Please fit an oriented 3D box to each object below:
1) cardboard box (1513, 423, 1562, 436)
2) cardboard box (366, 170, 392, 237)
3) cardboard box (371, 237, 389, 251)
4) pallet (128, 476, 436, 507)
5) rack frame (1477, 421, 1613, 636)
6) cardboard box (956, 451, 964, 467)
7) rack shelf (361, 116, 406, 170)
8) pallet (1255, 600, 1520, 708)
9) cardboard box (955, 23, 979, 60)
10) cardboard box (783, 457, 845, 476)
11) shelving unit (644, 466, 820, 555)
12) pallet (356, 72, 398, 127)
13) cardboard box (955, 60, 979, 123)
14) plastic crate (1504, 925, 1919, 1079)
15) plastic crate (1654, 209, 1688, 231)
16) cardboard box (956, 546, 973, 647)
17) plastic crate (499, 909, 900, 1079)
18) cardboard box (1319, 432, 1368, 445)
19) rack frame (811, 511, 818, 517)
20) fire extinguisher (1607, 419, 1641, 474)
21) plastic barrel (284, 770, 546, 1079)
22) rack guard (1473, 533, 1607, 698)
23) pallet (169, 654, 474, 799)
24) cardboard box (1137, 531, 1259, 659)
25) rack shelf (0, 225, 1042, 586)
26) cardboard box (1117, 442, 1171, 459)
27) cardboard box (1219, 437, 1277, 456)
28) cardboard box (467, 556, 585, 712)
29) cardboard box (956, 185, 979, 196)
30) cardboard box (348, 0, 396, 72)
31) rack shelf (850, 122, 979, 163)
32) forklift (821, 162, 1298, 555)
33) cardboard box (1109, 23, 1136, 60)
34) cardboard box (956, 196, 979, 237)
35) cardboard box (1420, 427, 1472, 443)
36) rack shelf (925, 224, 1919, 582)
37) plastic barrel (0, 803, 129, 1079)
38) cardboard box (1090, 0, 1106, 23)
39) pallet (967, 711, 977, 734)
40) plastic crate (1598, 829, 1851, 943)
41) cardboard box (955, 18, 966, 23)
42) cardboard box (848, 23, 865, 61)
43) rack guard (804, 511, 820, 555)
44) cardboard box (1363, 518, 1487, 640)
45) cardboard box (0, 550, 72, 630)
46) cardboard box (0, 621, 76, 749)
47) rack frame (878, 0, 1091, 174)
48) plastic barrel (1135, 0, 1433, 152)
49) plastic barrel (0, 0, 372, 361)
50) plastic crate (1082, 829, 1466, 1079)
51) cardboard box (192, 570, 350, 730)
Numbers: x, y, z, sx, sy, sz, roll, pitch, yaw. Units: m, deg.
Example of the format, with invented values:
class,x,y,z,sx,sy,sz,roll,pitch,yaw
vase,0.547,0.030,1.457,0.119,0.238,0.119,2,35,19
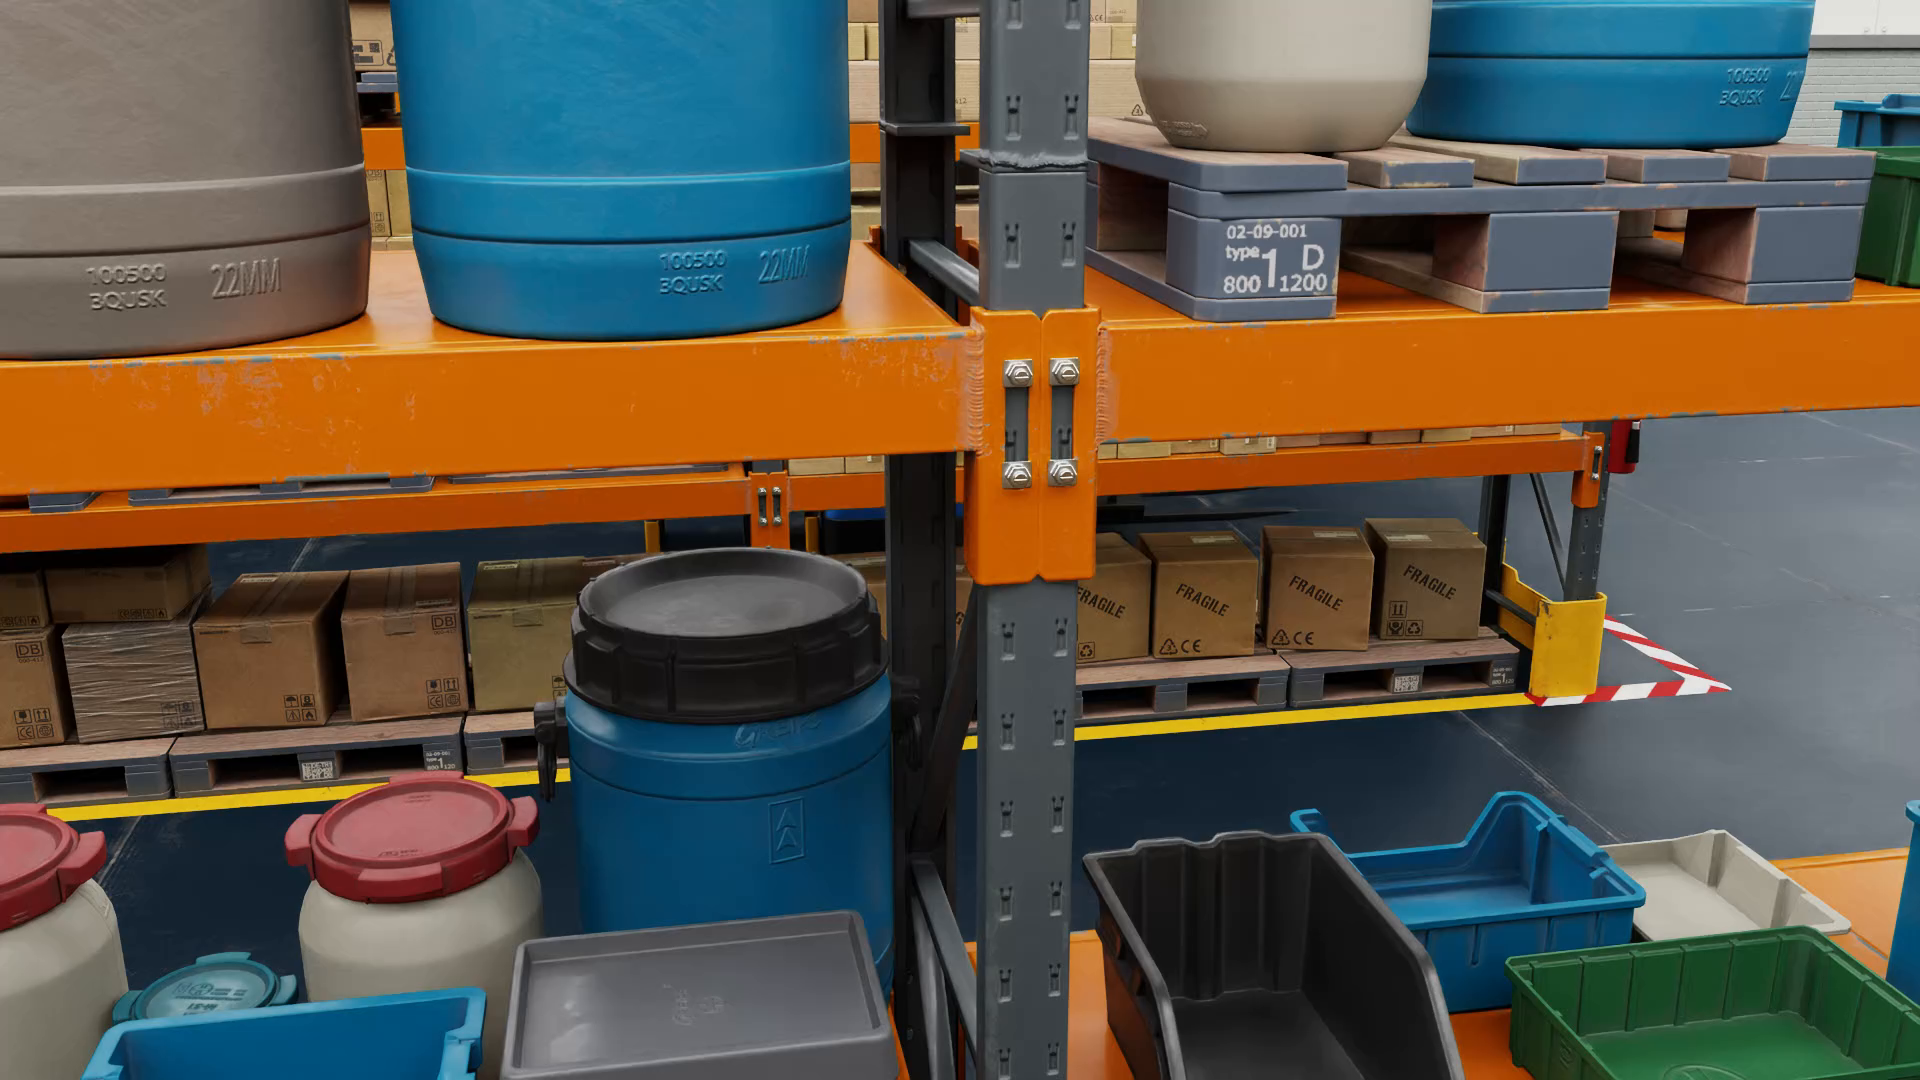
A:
class,x,y,z,sx,sy,sz,roll,pitch,yaw
cardboard box,2.756,-0.632,8.189,0.250,0.149,0.380,-3,17,-10
cardboard box,-4.258,-2.423,11.719,0.500,0.500,0.700,-4,17,-11
cardboard box,-4.214,-1.870,11.620,0.500,0.500,0.500,-3,17,-10
pallet,-2.923,-0.413,7.373,1.213,0.211,1.003,-3,17,-10
rack frame,2.996,-0.828,8.398,0.127,3.000,1.000,-3,17,-10
cardboard box,0.069,-0.459,7.625,0.250,0.149,0.380,-3,17,-10
rack shelf,-2.895,-1.584,6.975,4.000,0.370,1.077,-3,17,-10
pallet,2.117,0.545,8.679,1.213,0.211,1.003,-3,17,-10
cardboard box,-0.034,-2.130,7.107,0.250,0.149,0.380,-3,17,-10
cardboard box,-0.663,-0.410,7.466,0.250,0.149,0.380,-3,17,-10
shelving unit,-1.453,-0.687,10.496,1.083,1.500,0.587,-2,17,-6
pallet,-2.575,-1.887,7.057,1.003,0.211,1.213,-3,17,-10
cardboard box,0.078,-1.949,7.196,0.500,0.250,0.500,-3,17,-11
plastic crate,1.395,0.930,3.036,0.662,0.188,0.450,-3,17,-10
plastic crate,1.508,-0.691,3.293,0.396,0.136,0.243,-3,17,-10
cardboard box,0.030,0.344,8.124,0.500,0.500,0.500,2,17,7
plastic crate,-0.409,0.907,2.639,0.583,0.464,0.402,-3,17,-10
cardboard box,1.773,-0.578,8.014,0.250,0.149,0.380,-3,17,-10
rack frame,-0.939,-0.704,10.550,0.032,1.500,0.500,-2,17,-6
fire extinguisher,3.196,-0.664,7.997,0.183,0.674,0.296,-3,17,-10
plastic barrel,-0.972,0.748,3.036,0.433,0.535,0.433,0,17,0
rack guard,2.922,0.371,8.751,0.348,0.500,1.175,-3,17,-10
pallet,-2.896,0.841,7.715,1.213,0.211,1.003,-3,17,-10
cardboard box,1.181,0.269,8.369,0.500,0.500,0.500,-2,17,-5
rack shelf,-1.955,-0.156,2.326,4.000,0.370,1.077,-3,17,-10
cardboard box,0.807,-0.498,7.751,0.250,0.149,0.380,-3,17,-10
cardboard box,1.303,-0.518,7.819,0.250,0.149,0.380,-3,17,-10
cardboard box,-2.010,0.429,7.815,0.500,0.500,0.700,-3,17,-11
cardboard box,-0.051,-1.406,7.899,0.500,0.500,0.500,-3,17,-10
cardboard box,-2.336,-2.239,6.991,0.637,0.503,0.797,-3,17,-8
rack shelf,1.033,-1.806,7.700,4.000,0.370,1.077,-3,17,-10
forklift,0.625,-1.422,10.449,3.031,2.935,1.130,-2,17,-6
cardboard box,0.720,-2.170,7.237,0.250,0.149,0.380,-4,17,-12
cardboard box,0.050,-1.253,7.402,0.500,0.500,0.500,-3,17,-10
cardboard box,2.274,-0.590,8.051,0.250,0.149,0.380,-3,17,-10
rack shelf,1.972,-0.379,3.052,4.000,0.370,1.077,-3,17,-10
plastic barrel,-1.693,0.789,2.903,0.433,0.535,0.433,0,17,0
cardboard box,0.743,-3.853,12.002,0.500,0.250,0.500,-3,17,-11
pallet,-0.278,0.680,8.237,1.213,0.211,1.003,-3,17,-10
plastic crate,1.555,0.785,3.595,0.437,0.136,0.530,-3,17,-10
cardboard box,-0.249,-3.797,11.818,0.500,0.250,0.500,-3,17,-11
cardboard box,-0.554,-2.087,6.965,0.250,0.149,0.380,-4,17,-12
rack guard,-0.958,-0.106,10.732,0.087,0.250,0.587,-2,17,-6
cardboard box,2.380,0.196,8.606,0.500,0.500,0.500,0,17,0
cardboard box,-4.206,0.198,7.289,0.500,0.250,0.500,-3,17,-8
cardboard box,-4.204,0.559,7.390,0.500,0.500,0.700,-4,18,-13
rack frame,0.008,-2.045,2.143,0.127,3.000,1.000,-3,17,-10
plastic barrel,0.469,-0.833,2.399,0.421,0.512,0.421,0,17,0
plastic barrel,-1.092,-0.723,2.095,0.600,0.901,0.600,0,17,0
plastic crate,0.547,0.860,3.008,0.504,0.338,0.767,-3,17,-10
cardboard box,-3.107,0.491,7.612,0.500,0.500,0.700,-2,17,-6
